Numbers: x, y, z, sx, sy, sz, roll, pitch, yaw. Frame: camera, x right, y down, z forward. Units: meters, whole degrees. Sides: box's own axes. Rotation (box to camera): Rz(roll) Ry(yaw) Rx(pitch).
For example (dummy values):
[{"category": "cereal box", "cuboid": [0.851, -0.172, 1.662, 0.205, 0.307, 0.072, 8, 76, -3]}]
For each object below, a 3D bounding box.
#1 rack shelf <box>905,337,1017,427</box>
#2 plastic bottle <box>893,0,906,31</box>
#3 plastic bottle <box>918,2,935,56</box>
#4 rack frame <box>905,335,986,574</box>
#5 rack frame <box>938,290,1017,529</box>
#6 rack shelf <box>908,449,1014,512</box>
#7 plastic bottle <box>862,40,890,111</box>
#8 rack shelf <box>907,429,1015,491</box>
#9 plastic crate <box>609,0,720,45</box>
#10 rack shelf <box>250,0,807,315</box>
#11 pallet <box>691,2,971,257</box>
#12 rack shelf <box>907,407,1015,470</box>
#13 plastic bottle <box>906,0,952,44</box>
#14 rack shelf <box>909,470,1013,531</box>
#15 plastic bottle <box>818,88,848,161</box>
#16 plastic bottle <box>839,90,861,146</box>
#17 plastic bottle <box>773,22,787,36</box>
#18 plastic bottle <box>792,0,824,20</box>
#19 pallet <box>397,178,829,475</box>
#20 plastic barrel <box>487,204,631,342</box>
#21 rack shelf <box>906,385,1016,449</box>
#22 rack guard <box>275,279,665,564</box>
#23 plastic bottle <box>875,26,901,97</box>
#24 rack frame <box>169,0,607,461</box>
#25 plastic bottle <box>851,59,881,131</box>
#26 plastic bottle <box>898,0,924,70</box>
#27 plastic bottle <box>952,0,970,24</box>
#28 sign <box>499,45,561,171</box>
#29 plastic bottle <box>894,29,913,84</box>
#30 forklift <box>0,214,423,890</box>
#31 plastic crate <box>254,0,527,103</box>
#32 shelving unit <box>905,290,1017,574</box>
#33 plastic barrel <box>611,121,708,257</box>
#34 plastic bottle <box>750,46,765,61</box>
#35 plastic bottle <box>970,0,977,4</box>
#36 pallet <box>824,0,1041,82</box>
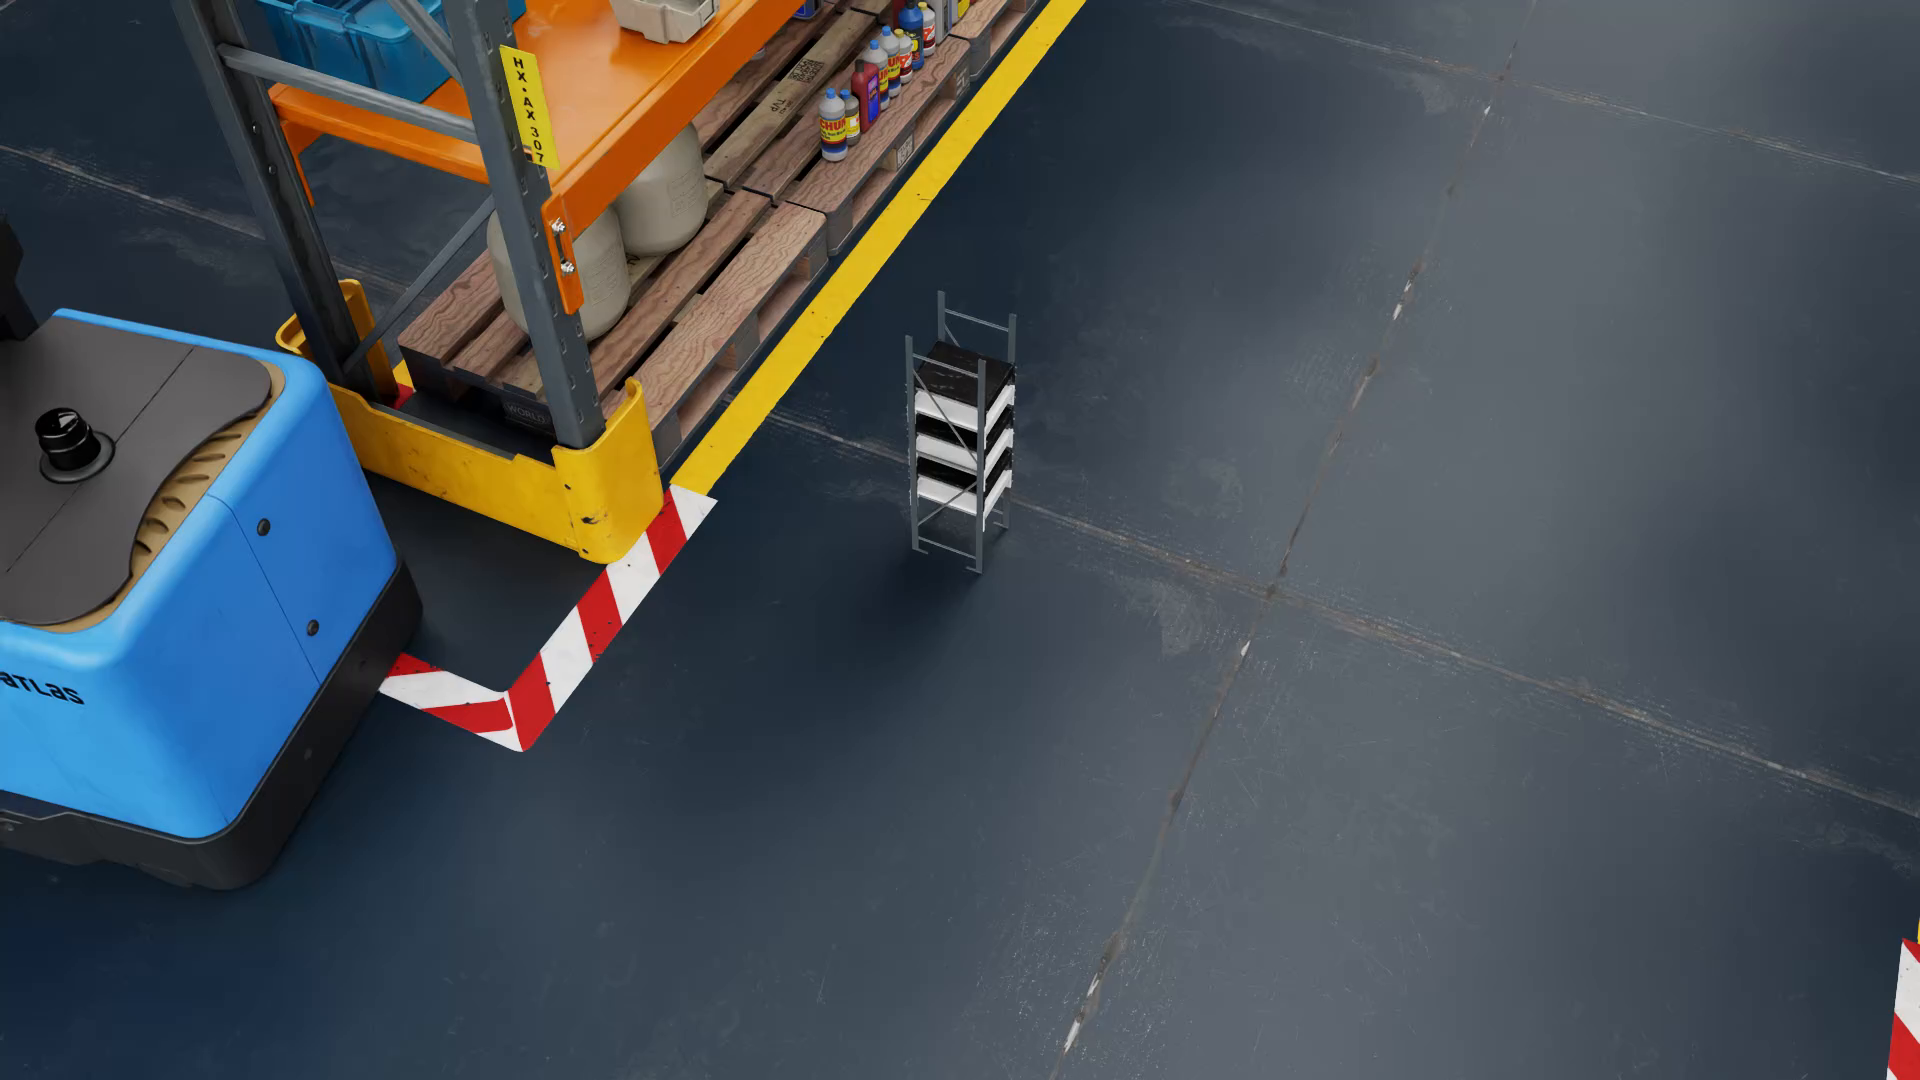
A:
[{"category": "rack shelf", "cuboid": [0.003, -0.451, 4.732, 0.258, 0.077, 0.200, 20, 52, 16]}, {"category": "plastic bottle", "cuboid": [-0.217, -2.170, 6.622, 0.061, 0.283, 0.133, 20, 52, 16]}, {"category": "plastic bottle", "cuboid": [-0.146, -2.019, 6.547, 0.097, 0.201, 0.097, 0, 50, 0]}, {"category": "rack frame", "cuboid": [-0.040, -0.227, 4.852, 0.240, 0.900, 0.006, 20, 52, 16]}, {"category": "rack frame", "cuboid": [0.047, -0.367, 4.972, 0.240, 0.900, 0.006, 20, 52, 16]}, {"category": "rack shelf", "cuboid": [0.003, -0.217, 5.006, 0.258, 0.077, 0.200, 20, 52, 16]}, {"category": "plastic bottle", "cuboid": [-0.319, -1.763, 6.283, 0.097, 0.271, 0.097, 0, 50, 0]}, {"category": "rack shelf", "cuboid": [0.003, -0.276, 4.937, 0.258, 0.077, 0.200, 20, 52, 16]}, {"category": "plastic crate", "cuboid": [-0.849, -1.548, 4.770, 0.298, 0.136, 0.250, 20, 52, 16]}, {"category": "rack shelf", "cuboid": [-0.667, -2.266, 5.681, 1.077, 0.370, 4.000, 20, 52, 16]}, {"category": "pallet", "cuboid": [-0.657, -1.680, 6.541, 1.003, 0.211, 1.213, 20, 52, 16]}, {"category": "rack shelf", "cuboid": [0.003, -0.334, 4.869, 0.258, 0.077, 0.200, 20, 52, 16]}, {"category": "plastic bottle", "cuboid": [-0.120, -2.133, 6.595, 0.152, 0.276, 0.135, 21, 53, 17]}, {"category": "rack shelf", "cuboid": [0.003, -0.159, 5.075, 0.258, 0.077, 0.200, 20, 52, 16]}, {"category": "plastic bottle", "cuboid": [-0.465, -1.527, 6.082, 0.097, 0.271, 0.097, 0, 50, 0]}, {"category": "plastic bottle", "cuboid": [-0.421, -1.576, 6.170, 0.097, 0.201, 0.097, 0, 50, 0]}, {"category": "plastic bottle", "cuboid": [-0.747, -2.131, 6.642, 0.097, 0.201, 0.097, 0, 50, 0]}, {"category": "plastic bottle", "cuboid": [-0.651, -2.261, 6.704, 0.152, 0.276, 0.135, 20, 52, 16]}, {"category": "pallet", "cuboid": [-1.180, -0.843, 5.829, 1.003, 0.211, 1.213, 20, 52, 16]}, {"category": "plastic barrel", "cuboid": [-1.310, -0.929, 5.429, 0.421, 0.512, 0.421, 0, 50, 0]}, {"category": "rack shelf", "cuboid": [0.003, -0.392, 4.800, 0.258, 0.077, 0.200, 20, 52, 16]}, {"category": "rack guard", "cuboid": [-1.532, -0.379, 5.244, 1.175, 0.500, 0.348, 20, 52, 16]}, {"category": "plastic bottle", "cuboid": [-0.276, -1.832, 6.342, 0.097, 0.271, 0.097, 0, 50, 0]}, {"category": "rack frame", "cuboid": [-1.522, -1.122, 4.235, 1.000, 3.000, 0.127, 20, 52, 16]}, {"category": "plastic bottle", "cuboid": [-0.352, -1.681, 6.205, 0.061, 0.283, 0.133, 21, 53, 17]}, {"category": "plastic bottle", "cuboid": [-0.190, -1.971, 6.461, 0.097, 0.271, 0.097, 0, 50, 0]}, {"category": "plastic bottle", "cuboid": [-0.047, -2.268, 6.661, 0.144, 0.351, 0.185, 19, 52, 16]}, {"category": "sign", "cuboid": [-1.026, -1.029, 3.975, 0.100, 0.325, 0.005, 20, 52, 16]}, {"category": "plastic bottle", "cuboid": [-0.234, -1.877, 6.427, 0.097, 0.201, 0.097, 0, 50, 0]}, {"category": "forklift", "cuboid": [-3.180, -0.655, 3.883, 3.031, 2.935, 1.130, 12, 51, 10]}, {"category": "plastic crate", "cuboid": [-1.578, -1.515, 4.668, 0.499, 0.251, 0.616, 20, 52, 16]}, {"category": "shelving unit", "cuboid": [0.003, -0.297, 4.912, 0.258, 0.900, 0.210, 20, 52, 16]}, {"category": "plastic barrel", "cuboid": [-1.096, -1.275, 5.723, 0.421, 0.512, 0.421, 0, 50, 0]}, {"category": "plastic bottle", "cuboid": [-0.821, -1.997, 6.528, 0.097, 0.201, 0.097, 0, 50, 0]}, {"category": "plastic bottle", "cuboid": [0.059, -2.343, 6.769, 0.061, 0.283, 0.133, 23, 53, 18]}, {"category": "pallet", "cuboid": [-0.138, -2.523, 7.259, 1.003, 0.211, 1.213, 20, 52, 16]}]
